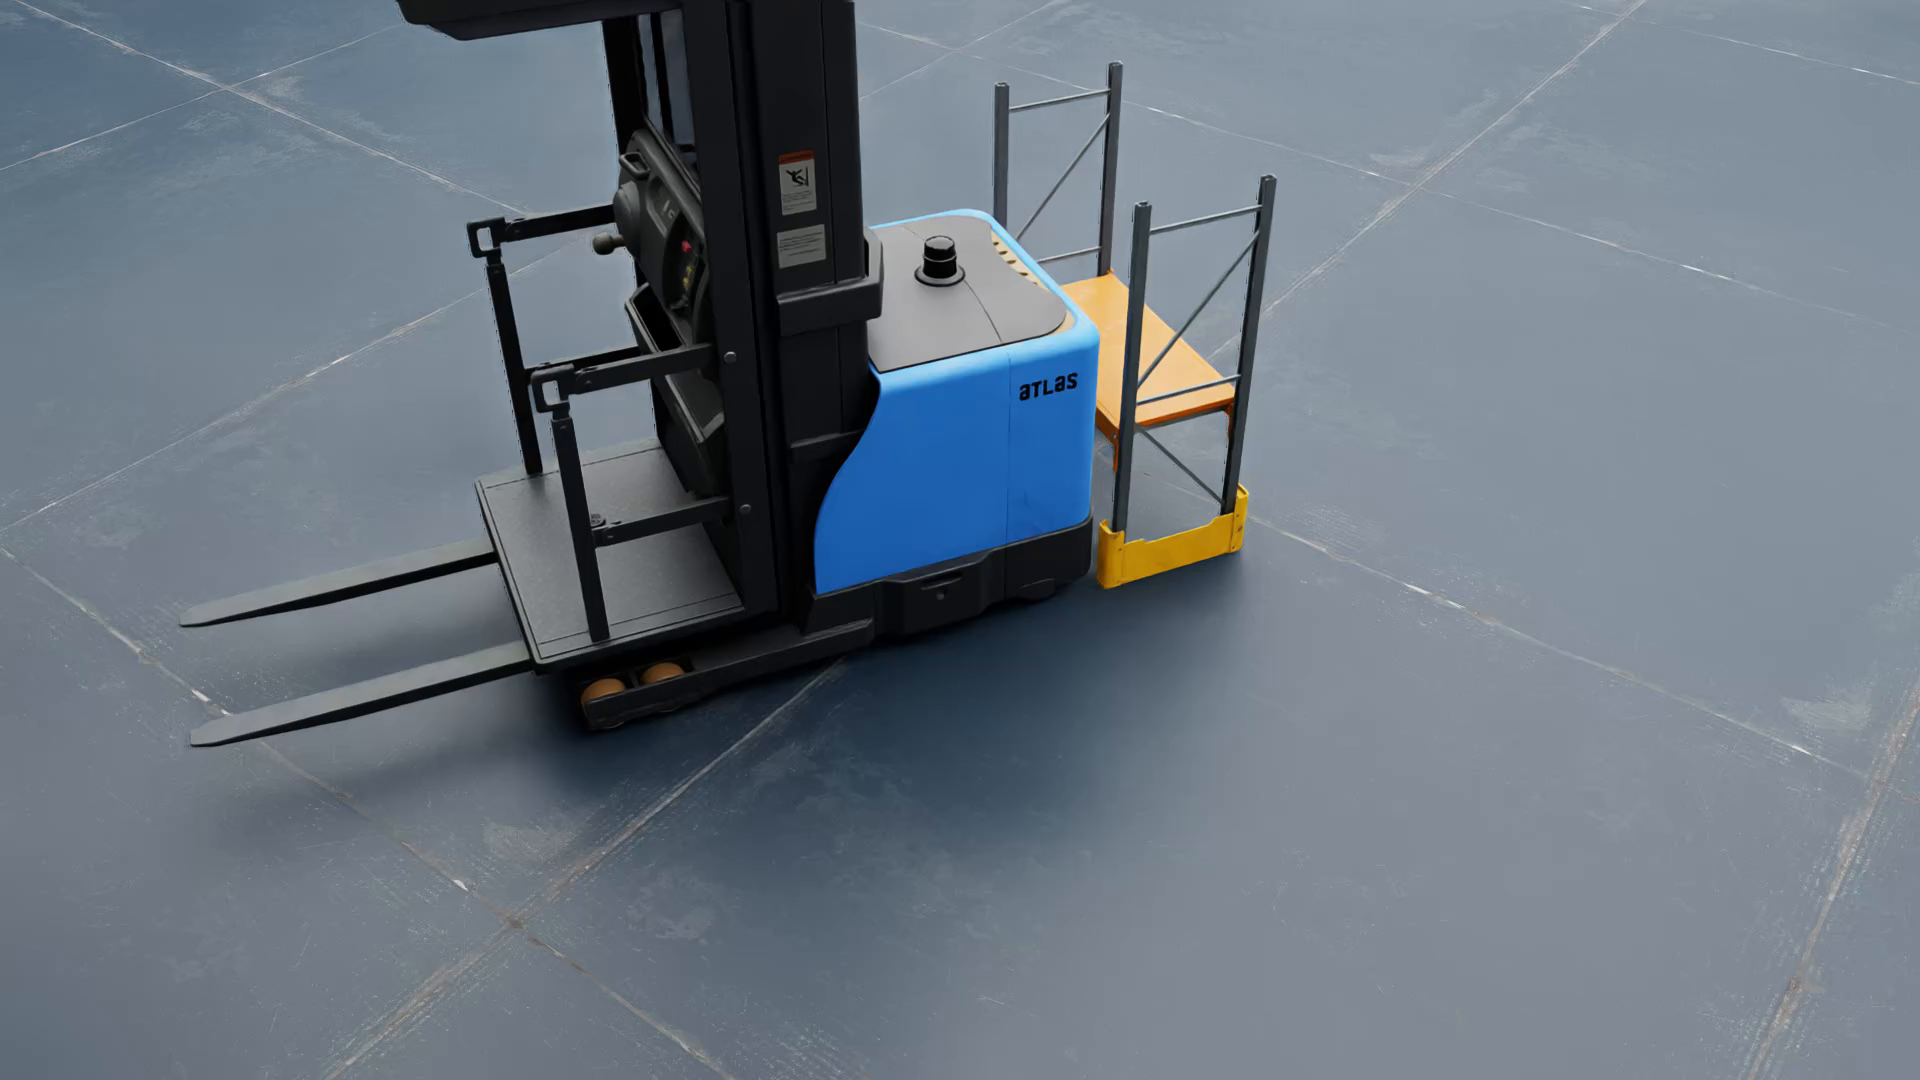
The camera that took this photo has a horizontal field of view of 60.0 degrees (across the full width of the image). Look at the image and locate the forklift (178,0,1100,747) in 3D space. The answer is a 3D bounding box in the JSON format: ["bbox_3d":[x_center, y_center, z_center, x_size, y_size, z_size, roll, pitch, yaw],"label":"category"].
[{"bbox_3d":[-1.093,-0.905,5.029,3.031,2.935,1.130,-15,40,-18],"label":"forklift"}]

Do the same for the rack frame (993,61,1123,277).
[{"bbox_3d":[0.358,-1.079,6.411,0.500,1.500,0.032,-16,41,-19],"label":"rack frame"}]

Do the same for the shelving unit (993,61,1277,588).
[{"bbox_3d":[0.571,-0.788,6.040,0.587,1.500,1.083,-16,41,-19],"label":"shelving unit"}]

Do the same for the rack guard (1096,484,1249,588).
[{"bbox_3d":[0.775,-0.016,6.068,0.587,0.250,0.087,-16,41,-19],"label":"rack guard"}]

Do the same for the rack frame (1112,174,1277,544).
[{"bbox_3d":[0.776,-0.508,5.682,0.500,1.500,0.032,-16,41,-19],"label":"rack frame"}]

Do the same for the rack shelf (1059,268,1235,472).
[{"bbox_3d":[0.567,-0.652,6.158,0.538,0.185,1.000,-16,41,-19],"label":"rack shelf"}]
